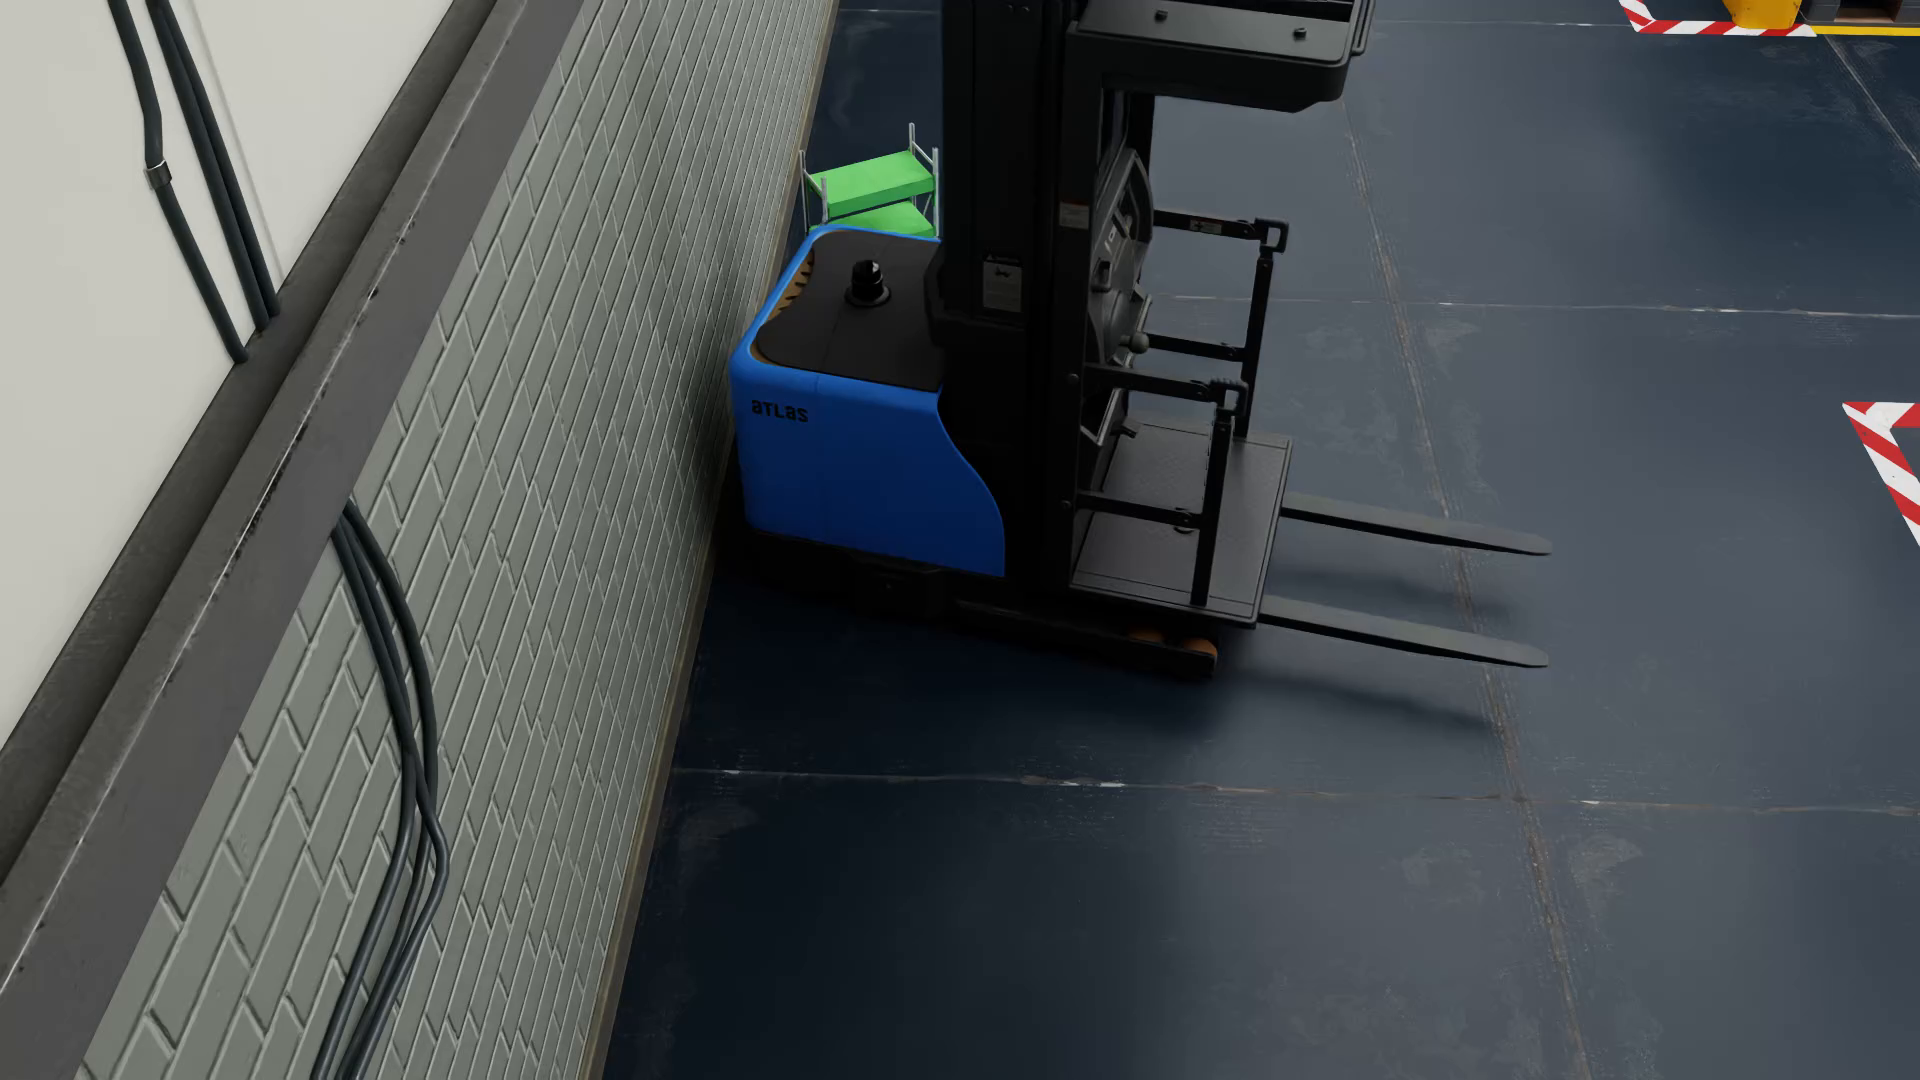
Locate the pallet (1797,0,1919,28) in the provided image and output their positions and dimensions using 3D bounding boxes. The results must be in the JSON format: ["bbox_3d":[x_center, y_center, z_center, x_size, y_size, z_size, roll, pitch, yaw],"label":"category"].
[{"bbox_3d":[5.758,-3.525,10.379,1.213,0.211,1.003,2,43,2],"label":"pallet"}]

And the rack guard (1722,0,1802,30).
[{"bbox_3d":[4.912,-3.674,10.327,0.348,0.500,1.175,2,43,2],"label":"rack guard"}]

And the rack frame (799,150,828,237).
[{"bbox_3d":[-0.584,-1.050,6.997,0.015,1.200,0.240,-19,46,-19],"label":"rack frame"}]

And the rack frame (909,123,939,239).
[{"bbox_3d":[-0.149,-1.200,7.158,0.015,1.200,0.240,-19,46,-19],"label":"rack frame"}]

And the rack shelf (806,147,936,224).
[{"bbox_3d":[-0.367,-1.429,6.794,0.480,0.148,0.258,-19,46,-19],"label":"rack shelf"}]

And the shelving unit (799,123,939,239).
[{"bbox_3d":[-0.367,-1.125,7.077,0.503,1.200,0.258,-19,46,-19],"label":"shelving unit"}]

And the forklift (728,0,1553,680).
[{"bbox_3d":[0.736,-0.956,5.626,3.031,2.935,1.130,11,44,11],"label":"forklift"}]

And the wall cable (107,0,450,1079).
[{"bbox_3d":[-1.144,0.673,1.703,0.112,2.526,3.097,2,43,2],"label":"wall cable"}]

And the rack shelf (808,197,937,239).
[{"bbox_3d":[-0.367,-1.254,6.957,0.480,0.148,0.258,-19,46,-19],"label":"rack shelf"}]
